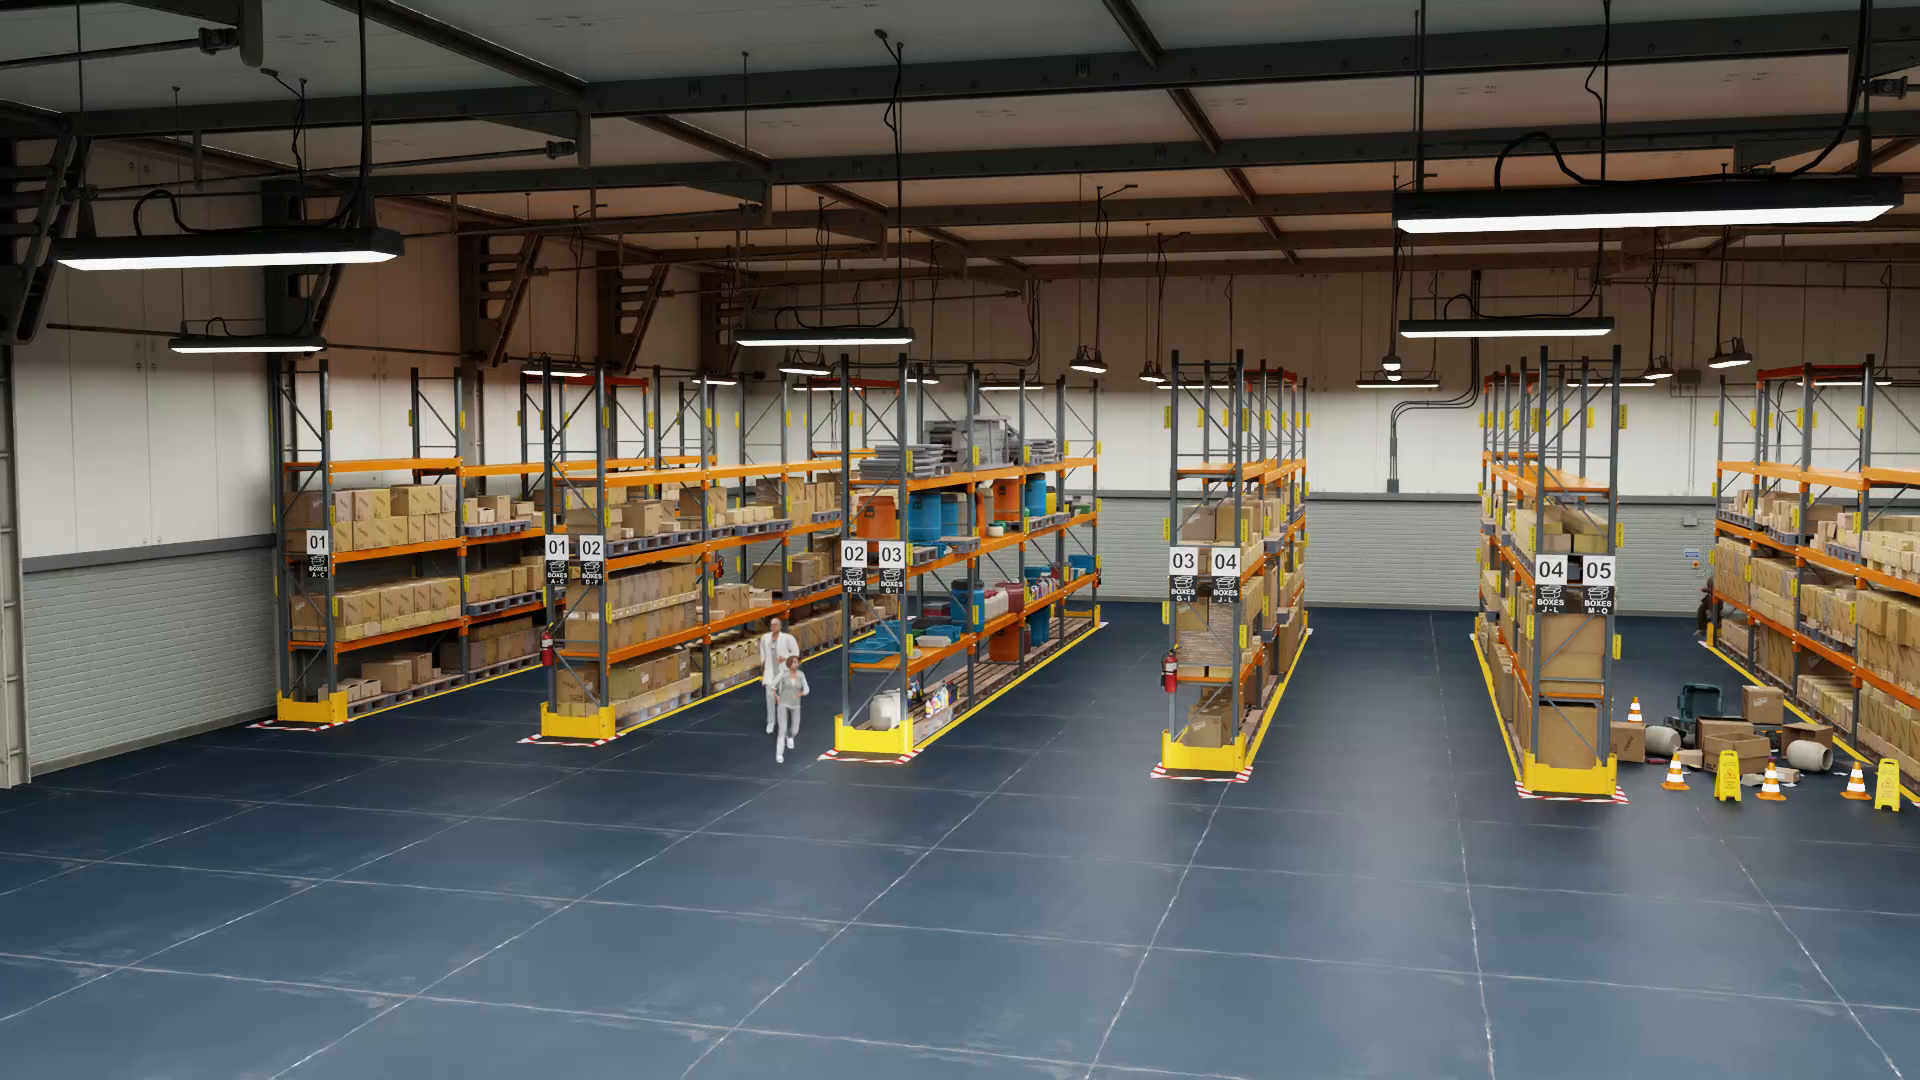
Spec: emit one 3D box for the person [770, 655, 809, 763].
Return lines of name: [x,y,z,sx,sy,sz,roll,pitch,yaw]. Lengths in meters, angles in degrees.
person: [-2.522,2.480,24.703,0.568,1.555,0.698,-1,4,-17]

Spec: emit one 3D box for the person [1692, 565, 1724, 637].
person: [17.231,1.383,38.039,0.856,1.771,0.684,2,5,28]

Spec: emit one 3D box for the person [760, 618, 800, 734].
person: [-2.932,2.172,26.954,0.695,1.829,0.852,0,4,6]
